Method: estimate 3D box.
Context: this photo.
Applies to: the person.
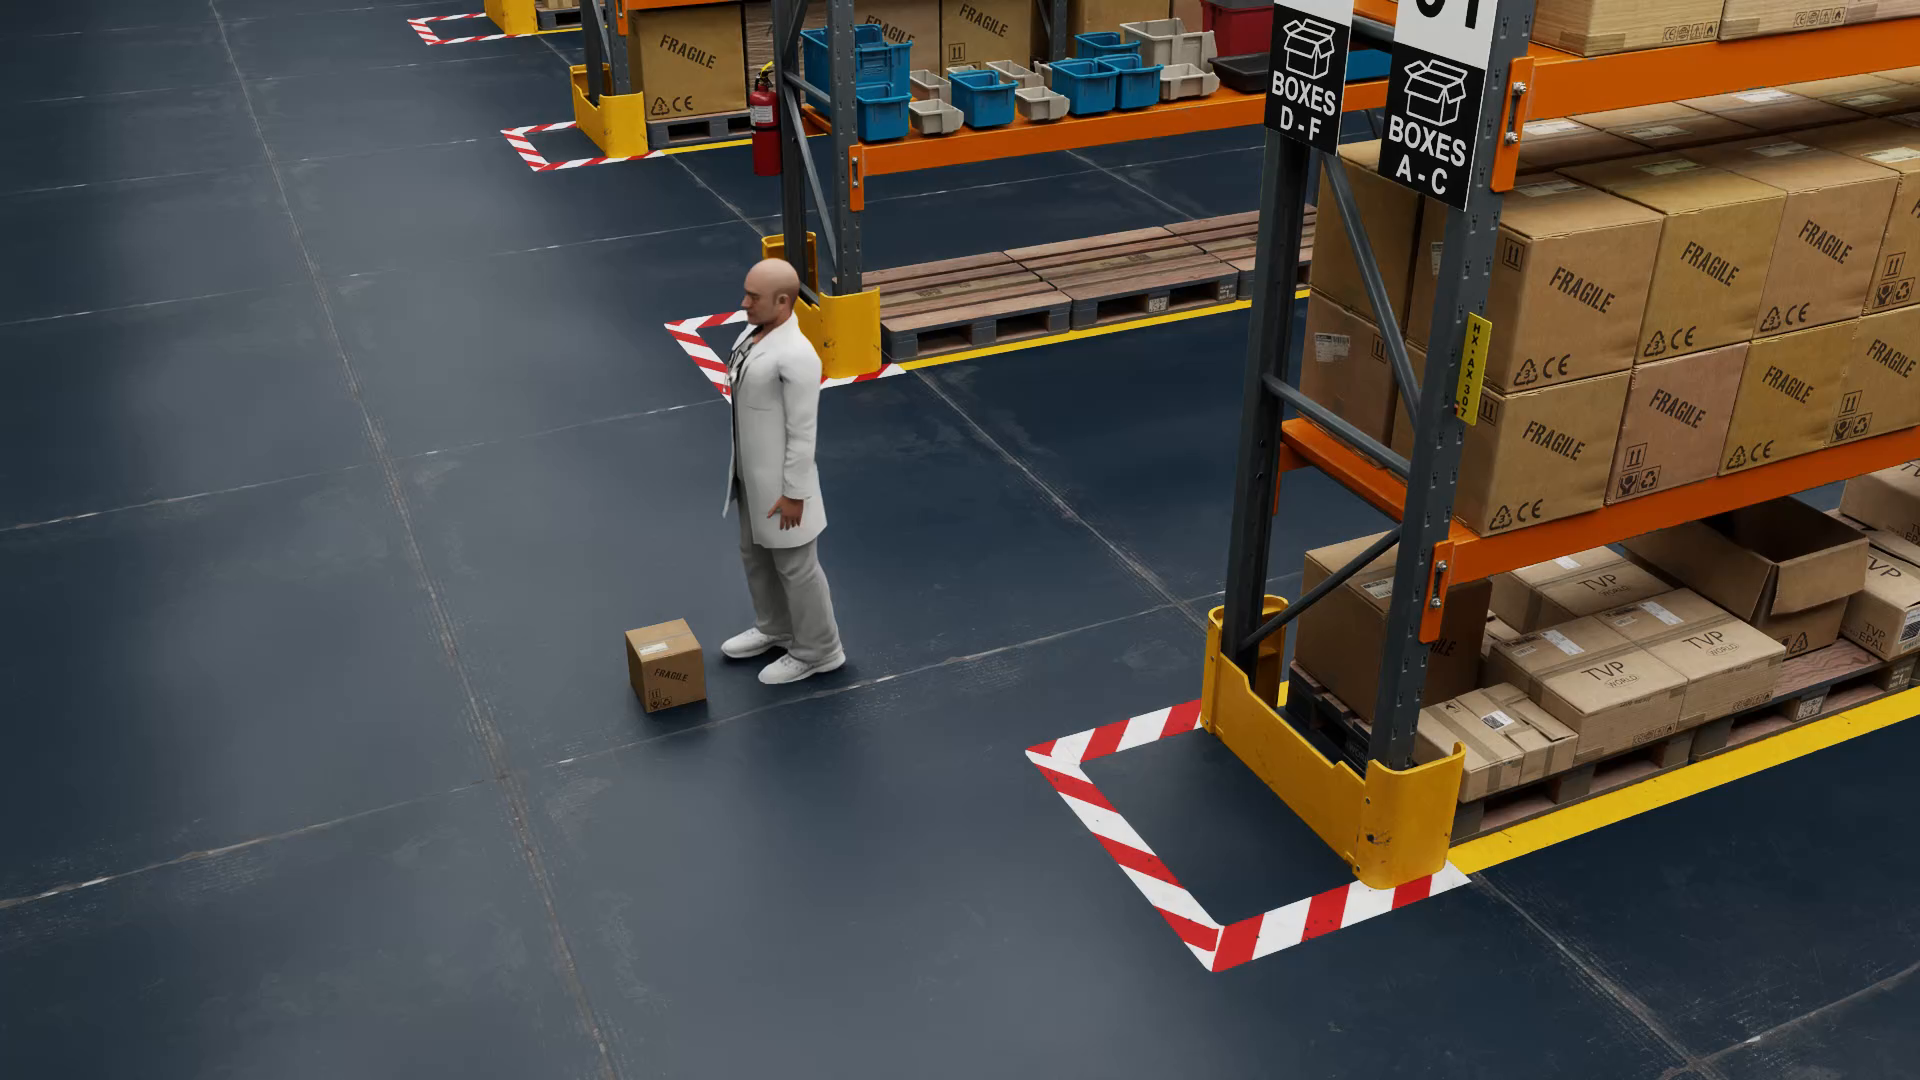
[{"bbox_3d":[-0.742,-0.250,6.609,0.465,1.795,0.565,-12,31,-21],"label":"person"}]
